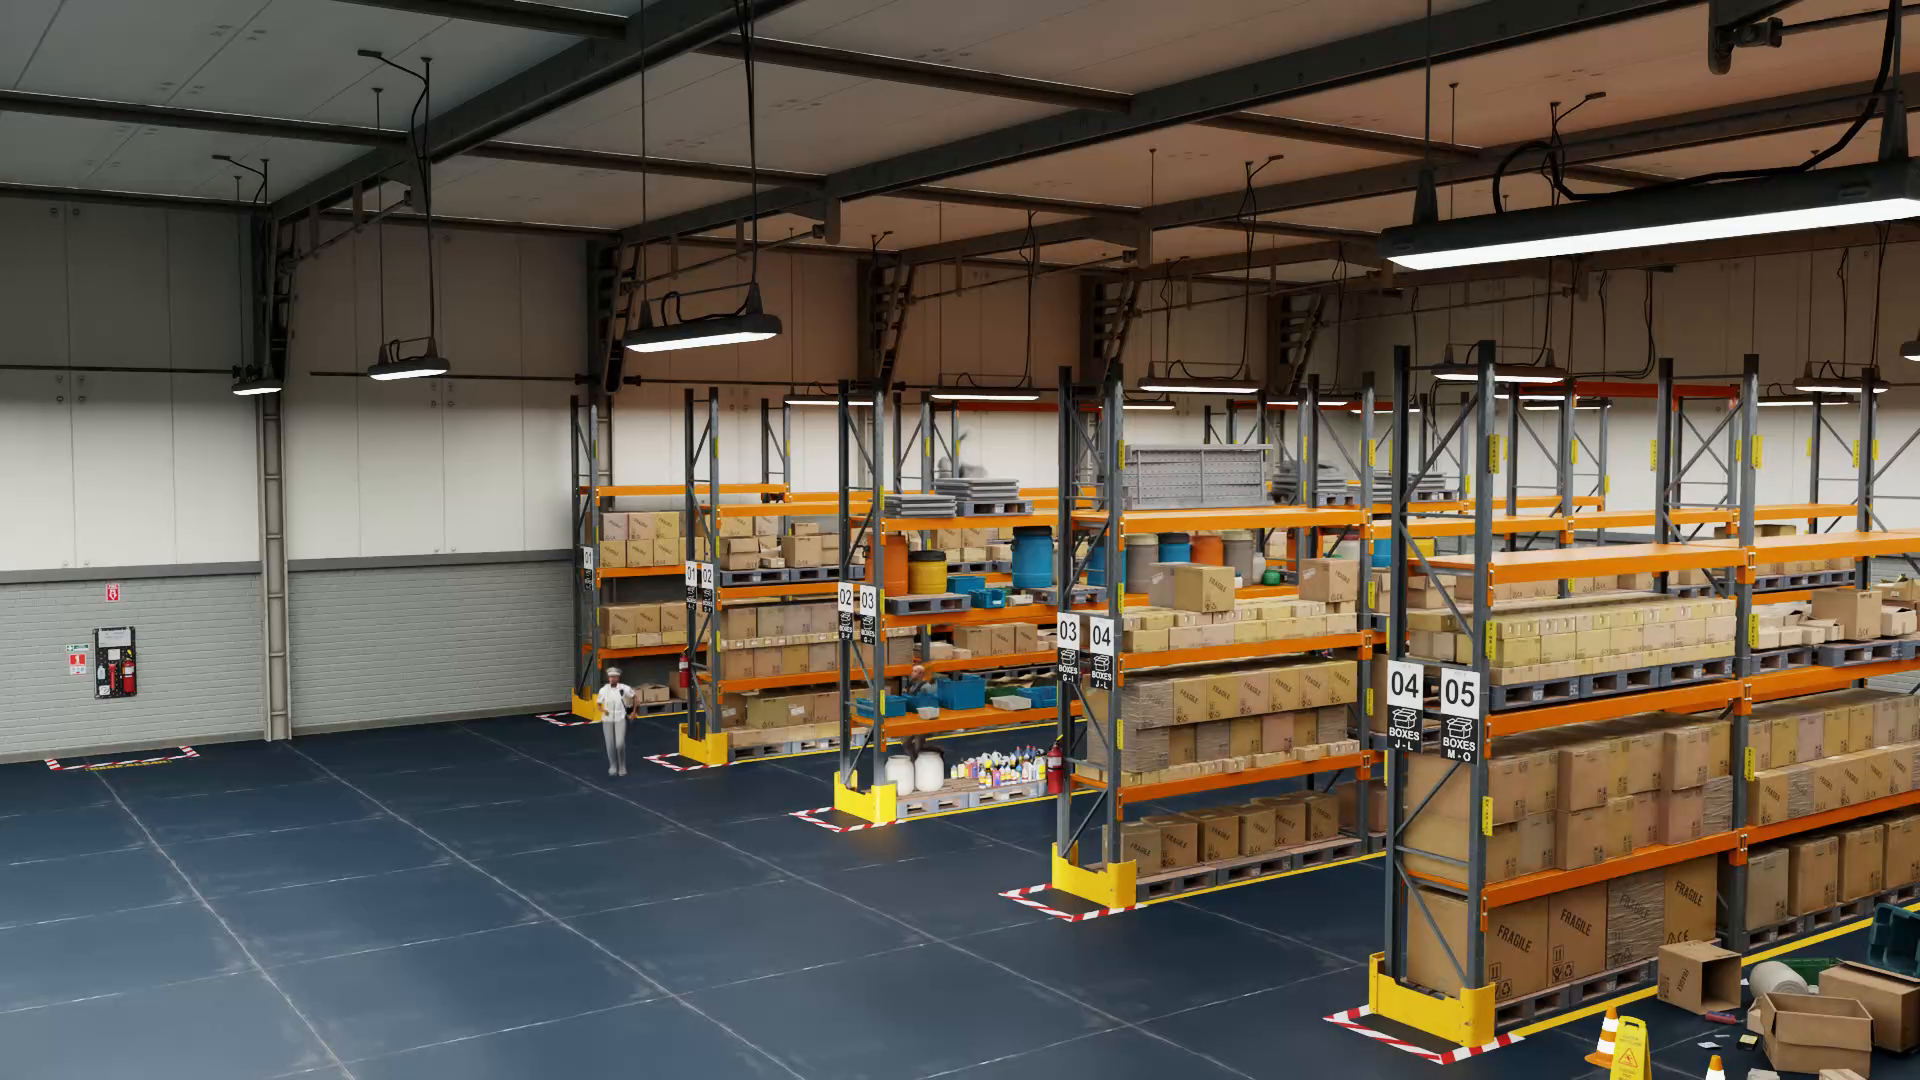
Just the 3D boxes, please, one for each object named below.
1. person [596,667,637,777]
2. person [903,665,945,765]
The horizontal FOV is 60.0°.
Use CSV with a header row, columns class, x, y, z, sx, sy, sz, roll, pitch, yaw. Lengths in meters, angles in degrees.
class,x,y,z,sx,sy,sz,roll,pitch,yaw
person,-5.274,2.802,25.508,0.606,1.721,0.686,0,3,-6
person,-0.590,2.777,25.756,0.733,1.690,0.681,-3,5,-41
